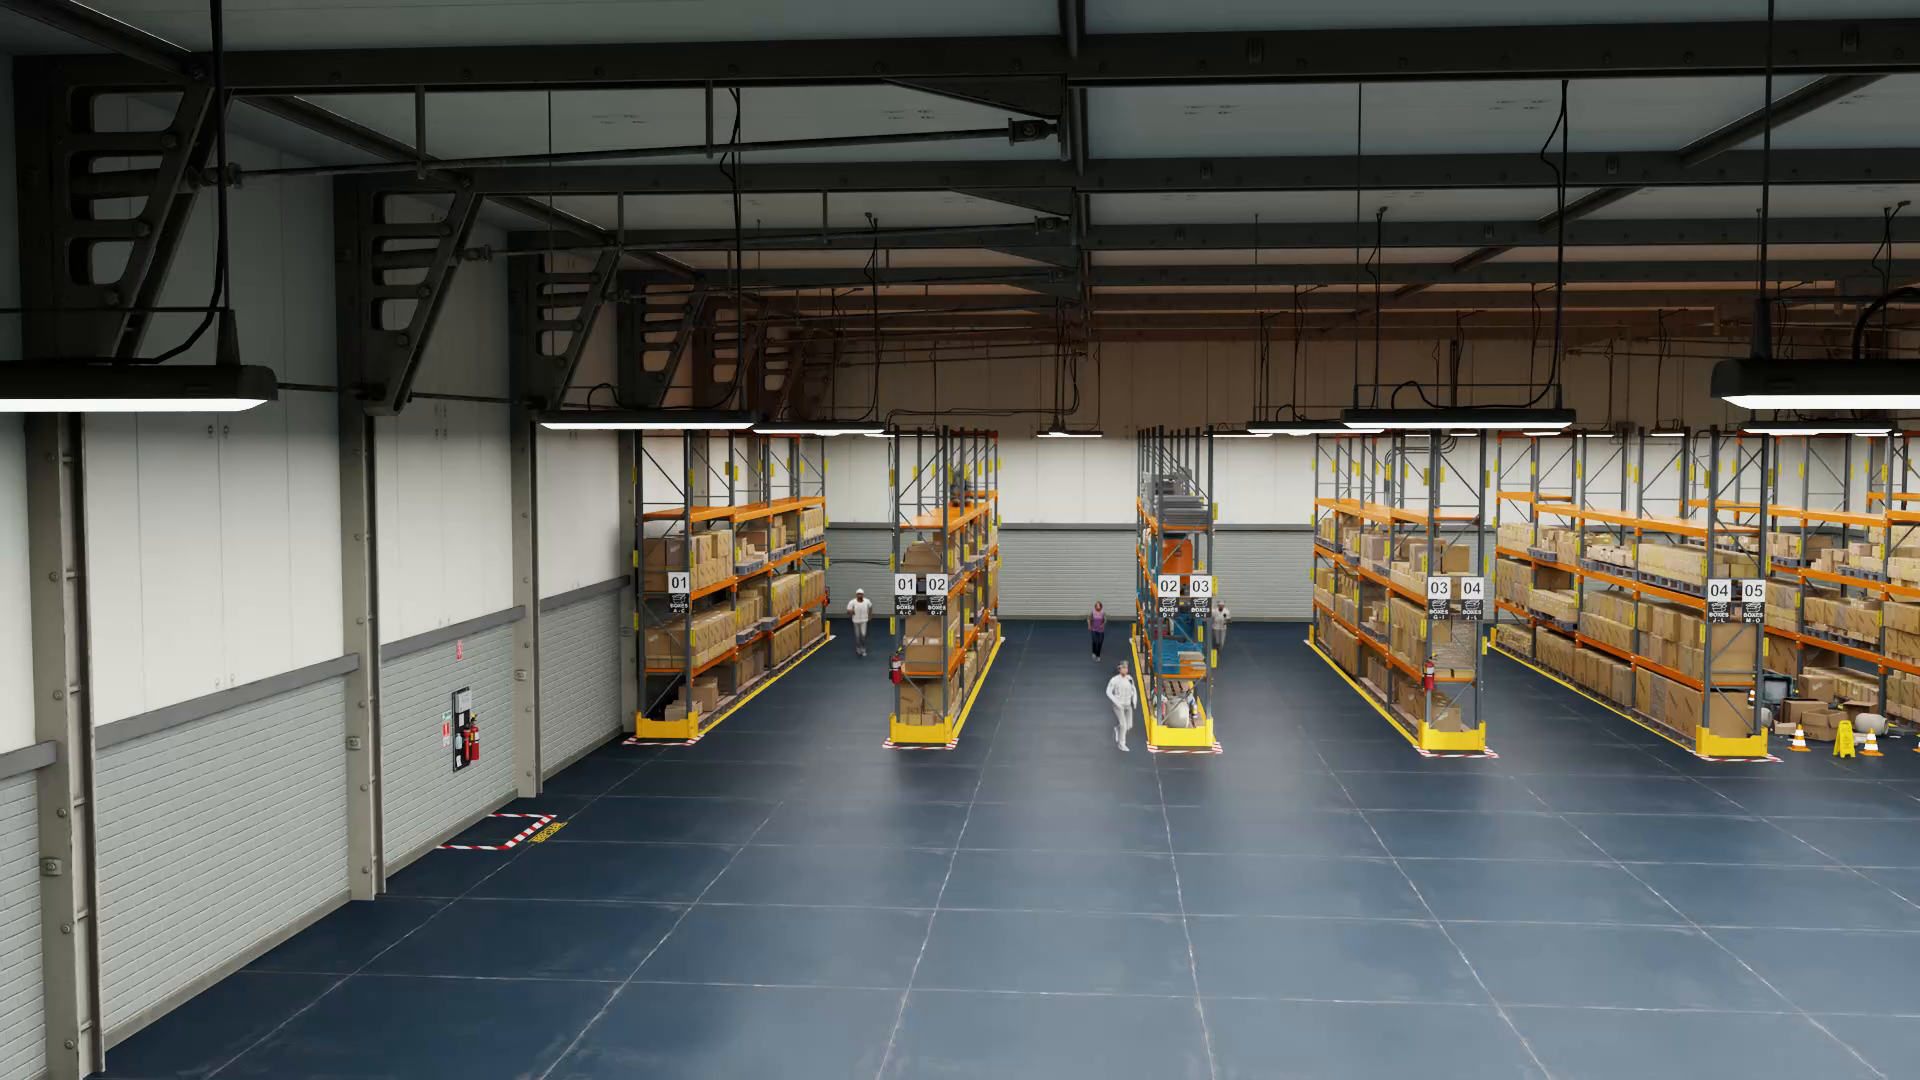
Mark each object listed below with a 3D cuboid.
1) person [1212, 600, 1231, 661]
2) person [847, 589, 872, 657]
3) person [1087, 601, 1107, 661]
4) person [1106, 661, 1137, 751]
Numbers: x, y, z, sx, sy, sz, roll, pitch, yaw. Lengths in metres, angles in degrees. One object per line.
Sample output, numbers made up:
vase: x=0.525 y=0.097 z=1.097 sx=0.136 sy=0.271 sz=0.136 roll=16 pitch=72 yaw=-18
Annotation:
person: x=6.725 y=2.342 z=43.106 sx=0.562 sy=1.614 sz=0.675 roll=0 pitch=3 yaw=-3
person: x=-2.673 y=2.200 z=44.141 sx=0.675 sy=1.824 sz=0.772 roll=0 pitch=3 yaw=-2
person: x=3.538 y=2.355 z=42.817 sx=0.504 sy=1.557 sz=0.690 roll=0 pitch=3 yaw=0
person: x=2.983 y=3.050 z=30.855 sx=0.654 sy=1.663 sz=0.585 roll=-2 pitch=4 yaw=-26
